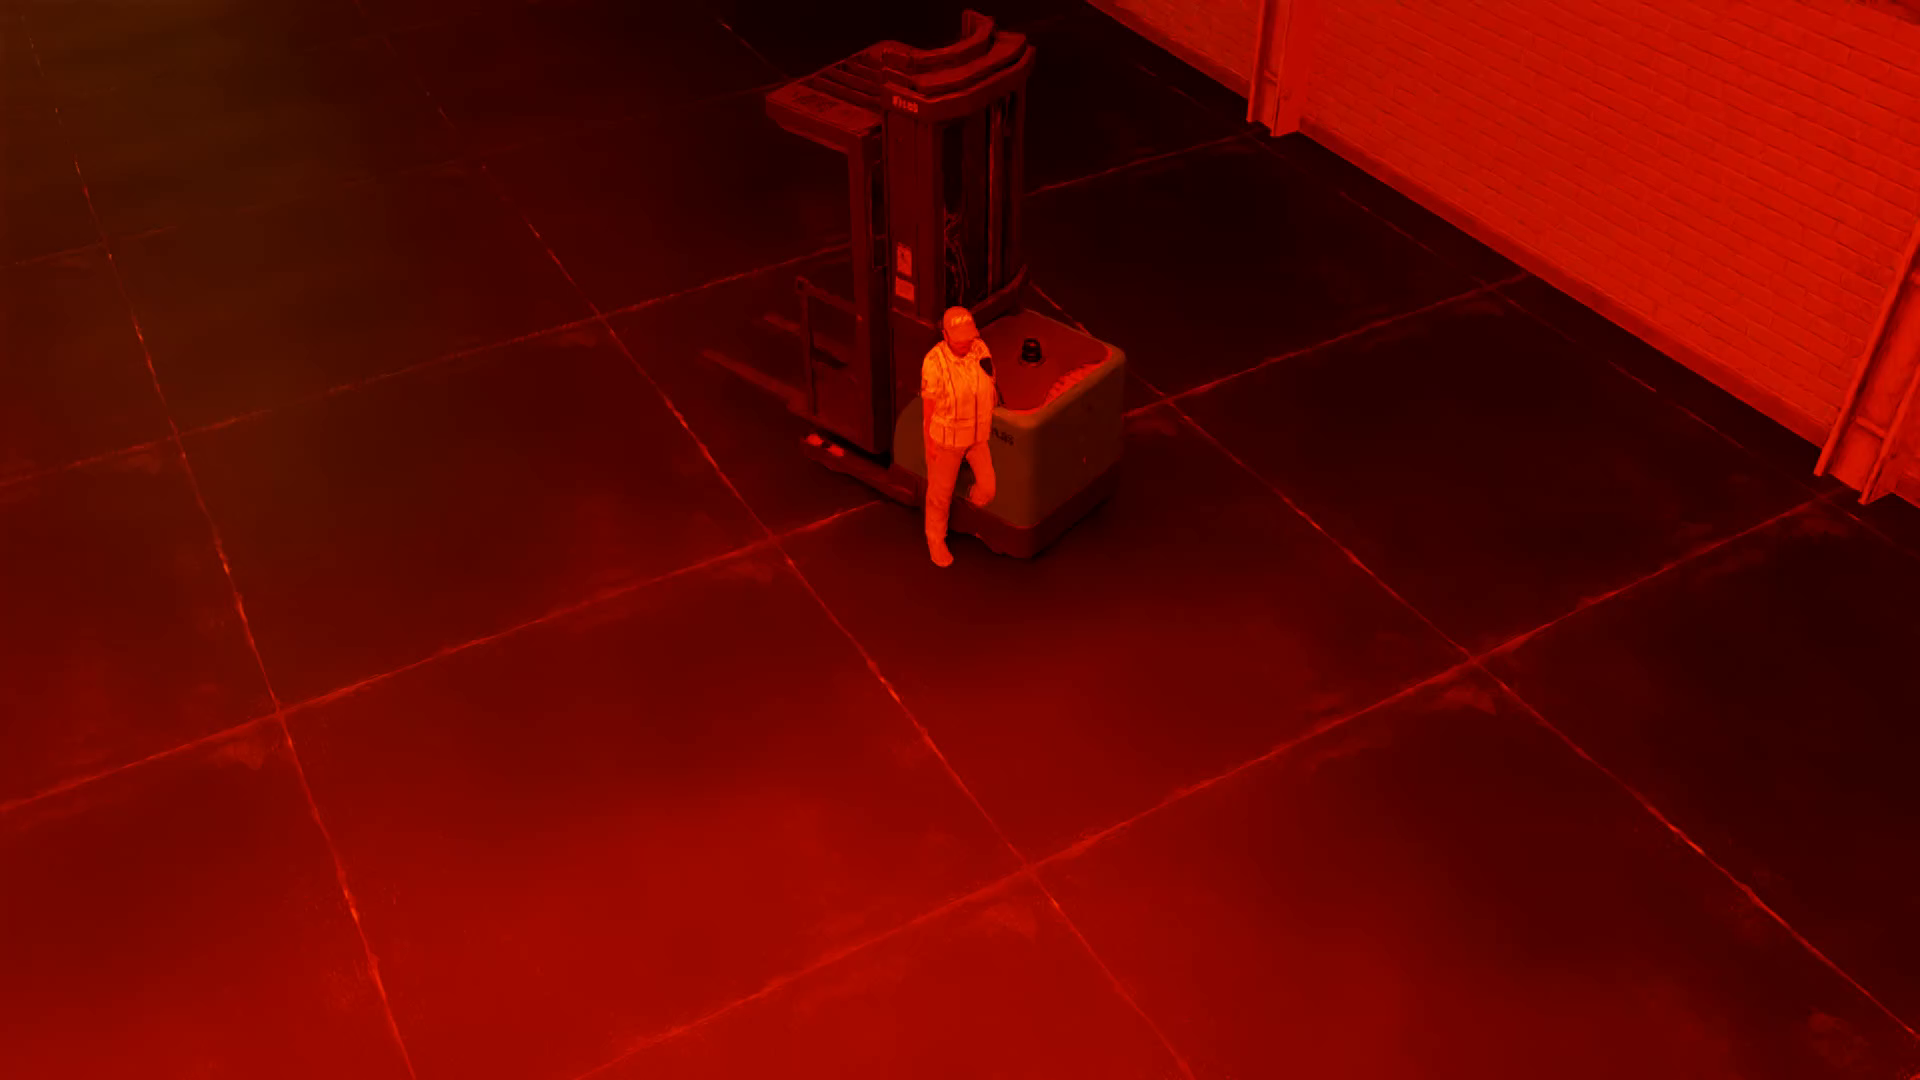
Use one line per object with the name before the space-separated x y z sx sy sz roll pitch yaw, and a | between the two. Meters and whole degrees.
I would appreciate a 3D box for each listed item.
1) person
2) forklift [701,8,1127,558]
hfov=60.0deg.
person | 0.008 -0.622 9.782 0.482 1.666 0.407 -20 44 -23
forklift | -0.432 -1.811 10.219 3.031 2.935 1.130 28 47 30
